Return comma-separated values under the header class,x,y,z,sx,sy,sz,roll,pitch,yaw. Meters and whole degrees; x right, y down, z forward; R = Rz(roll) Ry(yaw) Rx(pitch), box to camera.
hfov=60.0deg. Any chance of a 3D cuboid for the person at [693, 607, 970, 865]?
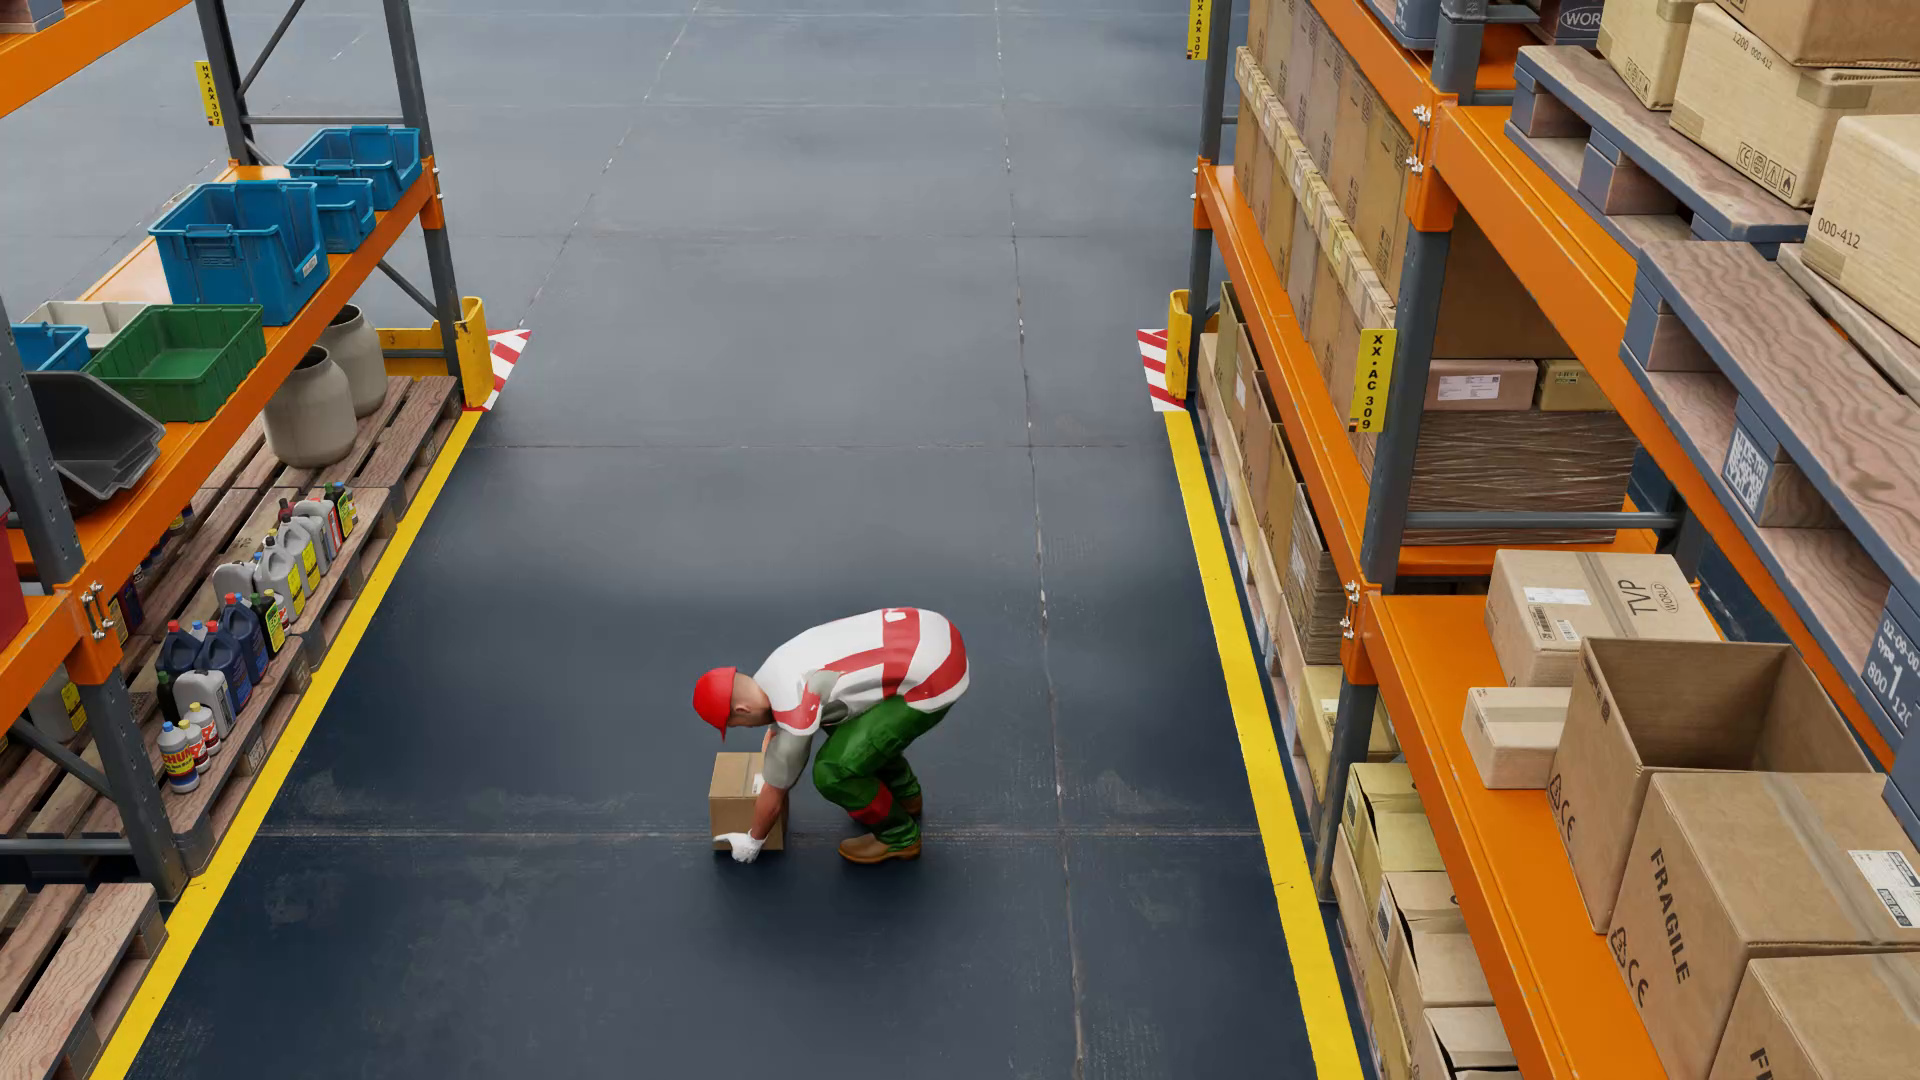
class,x,y,z,sx,sy,sz,roll,pitch,yaw
person,-0.444,0.682,5.839,0.953,0.923,0.536,-1,31,-2
